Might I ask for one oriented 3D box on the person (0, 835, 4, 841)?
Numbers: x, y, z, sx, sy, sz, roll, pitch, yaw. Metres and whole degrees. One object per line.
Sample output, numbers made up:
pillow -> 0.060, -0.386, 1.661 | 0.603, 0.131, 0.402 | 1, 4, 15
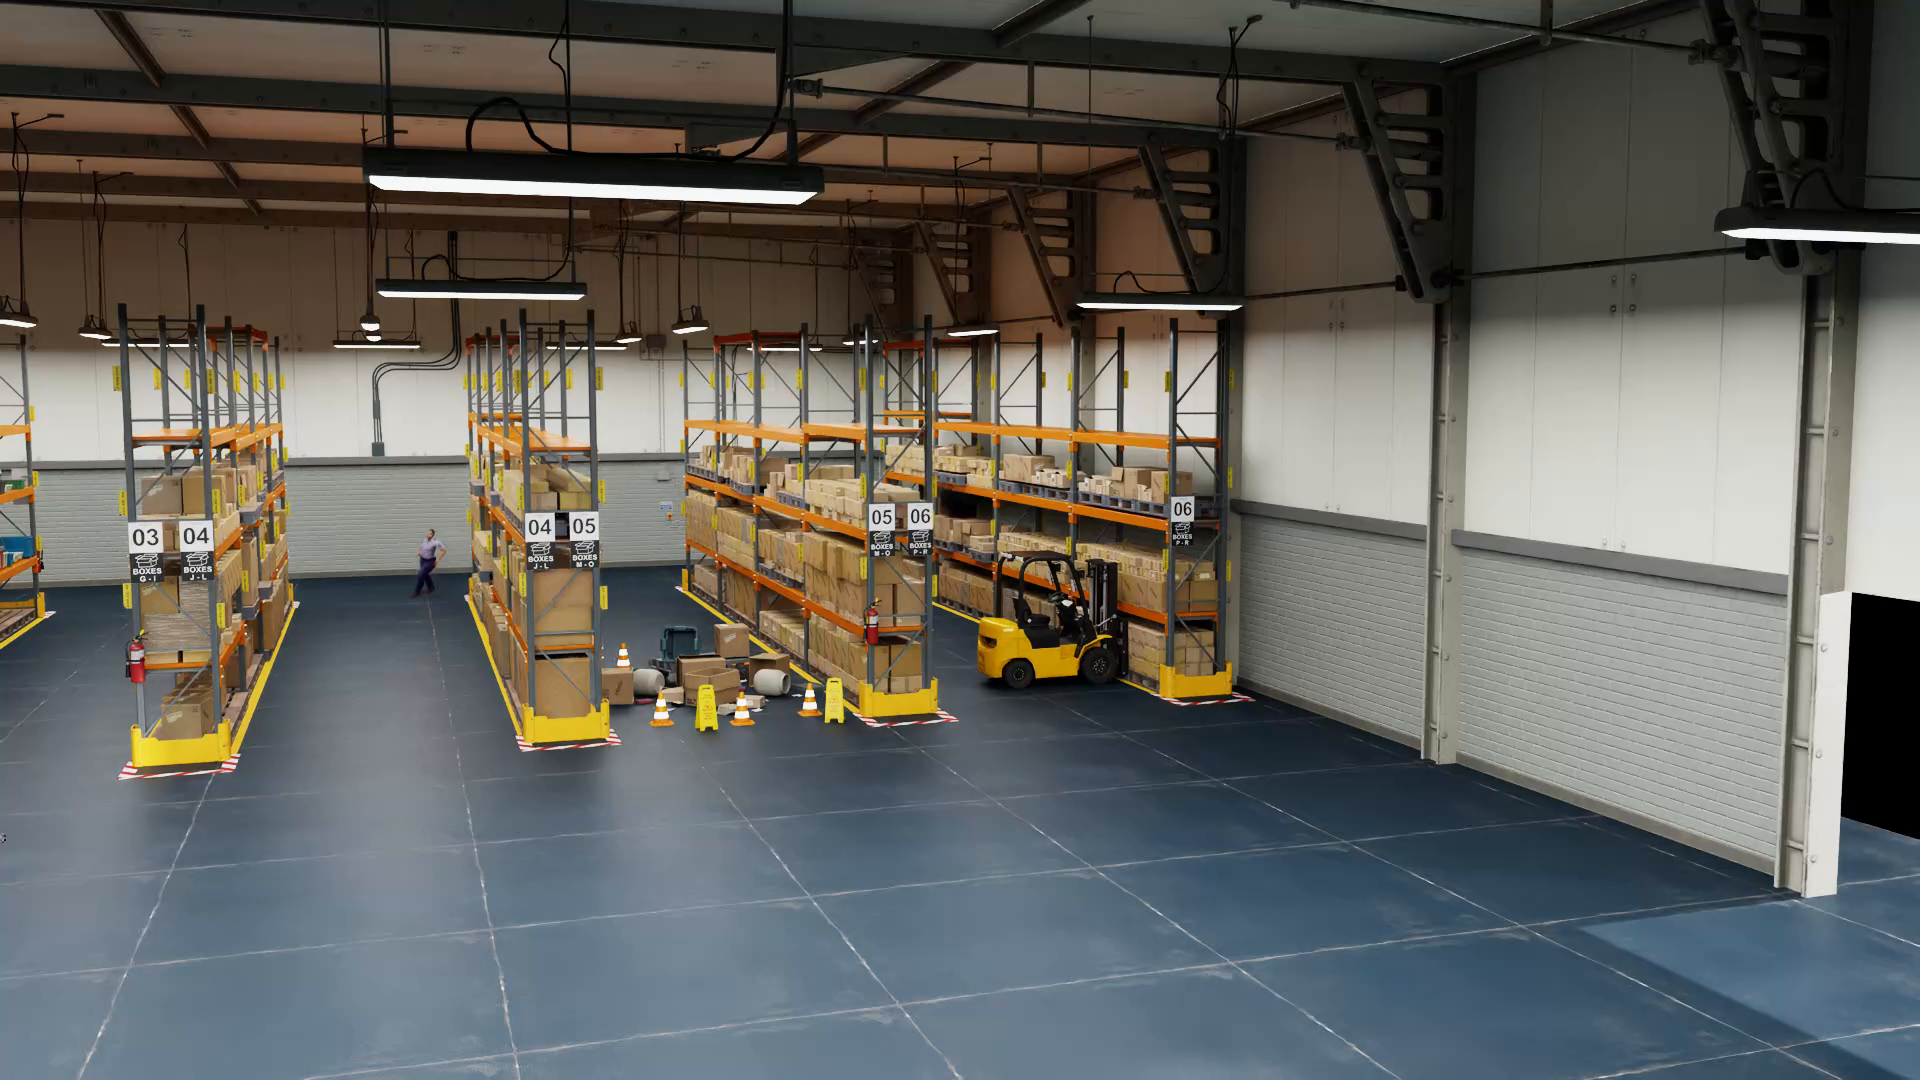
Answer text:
person -> -10.865, 2.374, 18.102 | 1.062, 1.765, 0.702 | 1, 6, 14

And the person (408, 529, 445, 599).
person -> -12.393, 0.535, 38.636 | 0.762, 1.616, 0.807 | 3, 6, 33
